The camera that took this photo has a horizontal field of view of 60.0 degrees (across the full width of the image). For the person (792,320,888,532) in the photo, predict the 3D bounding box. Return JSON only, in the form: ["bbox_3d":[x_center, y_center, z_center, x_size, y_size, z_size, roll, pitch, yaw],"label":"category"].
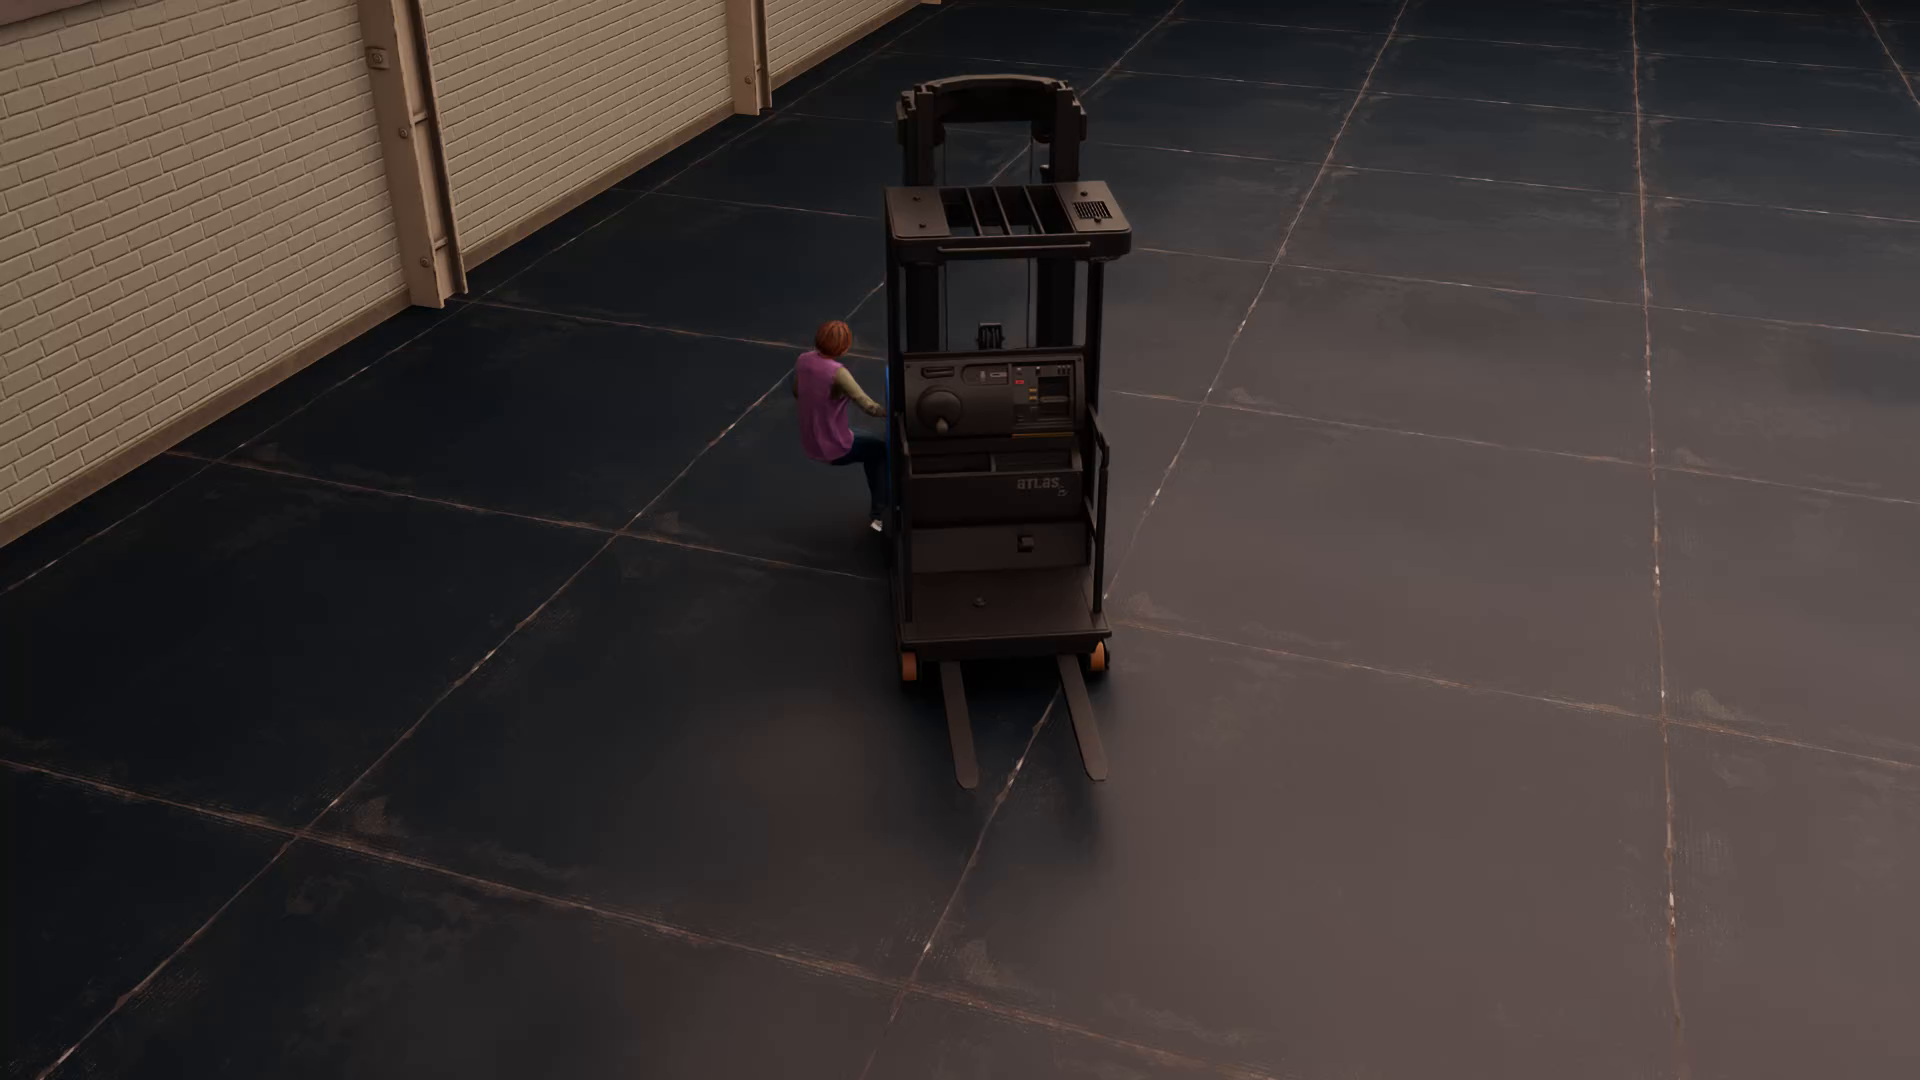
[{"bbox_3d":[-0.605,-0.699,10.007,0.665,1.400,0.778,25,38,37],"label":"person"}]

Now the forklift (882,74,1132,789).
[{"bbox_3d":[0.200,-0.700,8.364,1.130,2.935,3.031,-3,30,-5],"label":"forklift"}]
